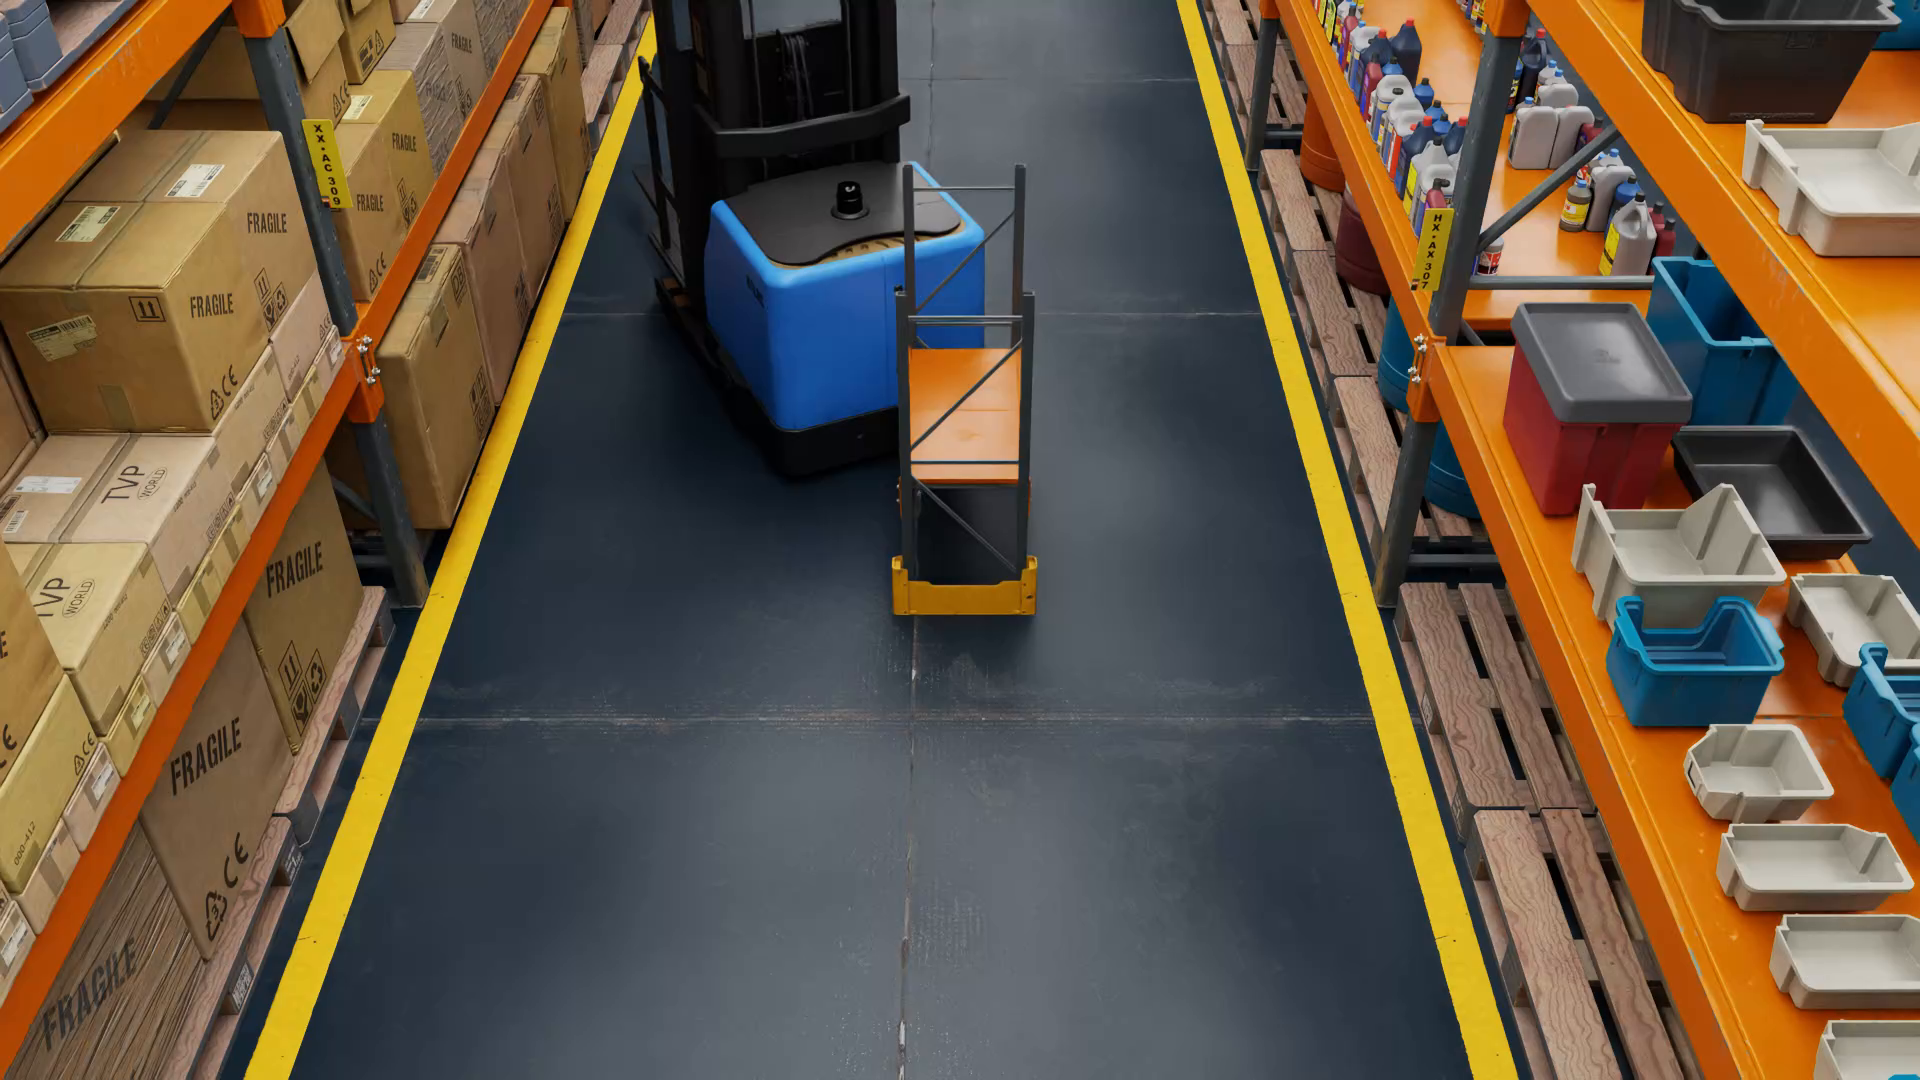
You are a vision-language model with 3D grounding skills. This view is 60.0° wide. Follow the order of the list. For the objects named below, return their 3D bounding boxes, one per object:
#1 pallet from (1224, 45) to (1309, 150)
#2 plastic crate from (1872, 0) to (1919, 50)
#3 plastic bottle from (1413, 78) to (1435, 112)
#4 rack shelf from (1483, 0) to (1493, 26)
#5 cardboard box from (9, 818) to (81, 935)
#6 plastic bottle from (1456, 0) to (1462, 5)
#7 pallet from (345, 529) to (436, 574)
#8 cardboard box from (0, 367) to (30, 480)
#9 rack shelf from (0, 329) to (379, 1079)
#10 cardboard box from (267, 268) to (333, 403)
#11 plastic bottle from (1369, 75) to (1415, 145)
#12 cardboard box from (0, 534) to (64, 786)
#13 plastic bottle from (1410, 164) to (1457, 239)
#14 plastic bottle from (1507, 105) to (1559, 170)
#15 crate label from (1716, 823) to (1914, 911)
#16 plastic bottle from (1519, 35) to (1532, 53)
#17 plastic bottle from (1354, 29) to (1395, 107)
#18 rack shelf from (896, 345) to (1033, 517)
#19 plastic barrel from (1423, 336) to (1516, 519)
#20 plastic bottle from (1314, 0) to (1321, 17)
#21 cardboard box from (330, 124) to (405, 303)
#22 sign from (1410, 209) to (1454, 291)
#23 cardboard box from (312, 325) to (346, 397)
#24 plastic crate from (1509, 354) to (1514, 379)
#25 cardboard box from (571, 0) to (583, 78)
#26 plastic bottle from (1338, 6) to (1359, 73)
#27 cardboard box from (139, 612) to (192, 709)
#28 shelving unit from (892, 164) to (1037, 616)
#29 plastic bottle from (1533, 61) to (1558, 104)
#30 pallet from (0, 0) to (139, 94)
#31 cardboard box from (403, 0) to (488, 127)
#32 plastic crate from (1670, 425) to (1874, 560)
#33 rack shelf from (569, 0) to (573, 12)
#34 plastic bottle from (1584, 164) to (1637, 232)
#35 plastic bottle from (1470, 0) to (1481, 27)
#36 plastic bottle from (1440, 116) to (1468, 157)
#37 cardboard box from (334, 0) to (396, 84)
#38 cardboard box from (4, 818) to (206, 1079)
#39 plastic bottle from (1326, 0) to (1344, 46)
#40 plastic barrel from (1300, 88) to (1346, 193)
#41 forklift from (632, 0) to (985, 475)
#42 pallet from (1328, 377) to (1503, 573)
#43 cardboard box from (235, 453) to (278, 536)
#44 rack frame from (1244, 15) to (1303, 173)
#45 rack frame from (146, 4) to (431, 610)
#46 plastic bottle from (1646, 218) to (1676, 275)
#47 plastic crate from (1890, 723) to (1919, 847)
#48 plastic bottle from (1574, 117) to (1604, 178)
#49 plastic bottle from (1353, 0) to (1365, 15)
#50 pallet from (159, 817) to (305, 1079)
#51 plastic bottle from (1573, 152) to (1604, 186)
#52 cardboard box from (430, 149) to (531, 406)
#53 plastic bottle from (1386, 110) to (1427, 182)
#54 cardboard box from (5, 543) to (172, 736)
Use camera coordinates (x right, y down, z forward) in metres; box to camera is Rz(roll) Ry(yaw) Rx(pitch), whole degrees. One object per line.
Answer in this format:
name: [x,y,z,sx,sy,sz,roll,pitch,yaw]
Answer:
pallet: [2.262,-2.819,10.599,1.003,0.211,1.213,0,39,0]
plastic crate: [2.549,-1.458,4.406,0.416,0.233,0.300,0,39,0]
plastic bottle: [2.029,-1.902,7.328,0.097,0.271,0.097,0,39,0]
rack shelf: [2.227,-3.062,6.849,1.077,0.370,4.000,0,39,0]
cardboard box: [-2.393,0.817,4.033,0.380,0.149,0.250,-1,39,-1]
plastic bottle: [2.634,-2.876,8.599,0.097,0.201,0.097,0,39,0]
pallet: [-2.800,-0.312,7.471,1.003,0.211,1.213,0,39,0]
cardboard box: [-2.981,-0.335,4.552,0.500,0.500,0.500,-1,39,-1]
rack shelf: [-2.722,0.613,4.661,1.077,0.370,4.000,0,39,0]
cardboard box: [-2.461,-0.700,5.607,0.500,0.250,0.500,-1,39,-1]
plastic bottle: [1.904,-1.892,7.312,0.152,0.276,0.135,0,39,0]
cardboard box: [-2.457,0.296,3.764,0.500,0.500,0.500,-1,39,-1]
plastic bottle: [1.905,-1.348,6.633,0.152,0.276,0.135,0,39,0]
plastic bottle: [2.456,-1.742,7.124,0.152,0.276,0.135,0,39,0]
crate label: [2.041,0.794,4.023,0.396,0.136,0.243,0,39,0]
plastic bottle: [2.592,-2.211,7.704,0.061,0.283,0.133,0,39,0]
plastic bottle: [1.900,-2.166,7.593,0.144,0.351,0.185,0,39,0]
rack shelf: [0.018,-0.475,6.931,0.538,0.185,1.000,0,39,0]
plastic barrel: [2.246,-0.607,6.951,0.600,0.901,0.708,0,39,0]
plastic bottle: [1.902,-2.814,8.463,0.152,0.276,0.135,0,39,0]
cardboard box: [-2.474,-1.245,6.325,0.500,0.500,0.500,0,39,0]
sign: [1.679,-1.030,5.916,0.100,0.325,0.005,0,39,0]
cardboard box: [-2.396,-0.630,5.838,0.380,0.149,0.250,0,39,0]
plastic crate: [2.087,-0.551,5.702,0.396,0.136,0.243,0,39,0]
cardboard box: [-2.749,-3.035,10.285,0.700,0.500,0.500,-2,39,-2]
plastic bottle: [1.857,-2.384,7.920,0.061,0.283,0.133,0,39,0]
cardboard box: [-2.395,0.333,4.636,0.380,0.149,0.250,1,39,1]
shelving unit: [0.018,-0.610,6.812,0.587,1.500,1.083,0,39,0]
plastic bottle: [2.635,-2.019,7.473,0.097,0.271,0.097,0,39,0]
pallet: [-2.733,-1.542,4.448,1.003,0.211,1.213,0,39,0]
cardboard box: [-2.482,-2.195,7.511,0.500,0.500,0.500,1,39,1]
plastic crate: [2.499,-0.138,5.195,0.437,0.125,0.590,0,39,0]
rack shelf: [-2.731,-4.389,10.904,1.077,0.370,4.000,0,39,0]
plastic bottle: [2.609,-1.392,6.687,0.152,0.276,0.135,0,39,0]
plastic bottle: [2.634,-2.694,8.372,0.097,0.201,0.097,0,39,0]
plastic bottle: [2.045,-1.593,6.878,0.144,0.351,0.185,0,39,0]
cardboard box: [-2.722,-2.177,6.686,0.797,0.503,0.637,0,39,0]
cardboard box: [-2.801,1.279,4.618,0.875,0.875,0.875,0,39,0]
plastic bottle: [1.857,-2.589,8.176,0.061,0.283,0.133,0,39,0]
plastic barrel: [2.242,-2.434,9.288,0.600,0.830,0.708,0,39,0]
forklift: [-0.950,-2.354,7.844,1.130,2.935,3.031,-16,41,-19]
pallet: [2.270,-0.316,7.476,1.003,0.211,1.213,0,39,0]
cardboard box: [-2.395,-0.147,5.236,0.380,0.149,0.250,1,39,1]
rack frame: [2.224,-3.423,9.123,1.000,3.000,0.127,0,39,0]
rack frame: [-2.724,-0.918,5.997,1.000,3.000,0.127,0,39,0]
plastic bottle: [2.655,-1.106,6.324,0.061,0.283,0.133,0,39,0]
plastic crate: [2.561,0.644,4.134,0.416,0.233,0.300,0,39,0]
plastic bottle: [2.654,-1.661,7.017,0.061,0.283,0.133,0,39,0]
plastic bottle: [2.027,-2.797,8.501,0.097,0.201,0.097,0,39,0]
pallet: [-2.797,1.411,5.321,1.003,0.211,1.213,0,39,0]
plastic bottle: [2.636,-1.557,6.953,0.097,0.201,0.097,0,39,0]
cardboard box: [-2.746,-1.212,7.727,1.225,0.875,0.875,-1,39,-2]
plastic bottle: [1.904,-1.663,7.026,0.152,0.276,0.135,0,39,0]
cardboard box: [-2.460,0.260,4.409,0.500,0.250,0.500,-1,39,-1]
